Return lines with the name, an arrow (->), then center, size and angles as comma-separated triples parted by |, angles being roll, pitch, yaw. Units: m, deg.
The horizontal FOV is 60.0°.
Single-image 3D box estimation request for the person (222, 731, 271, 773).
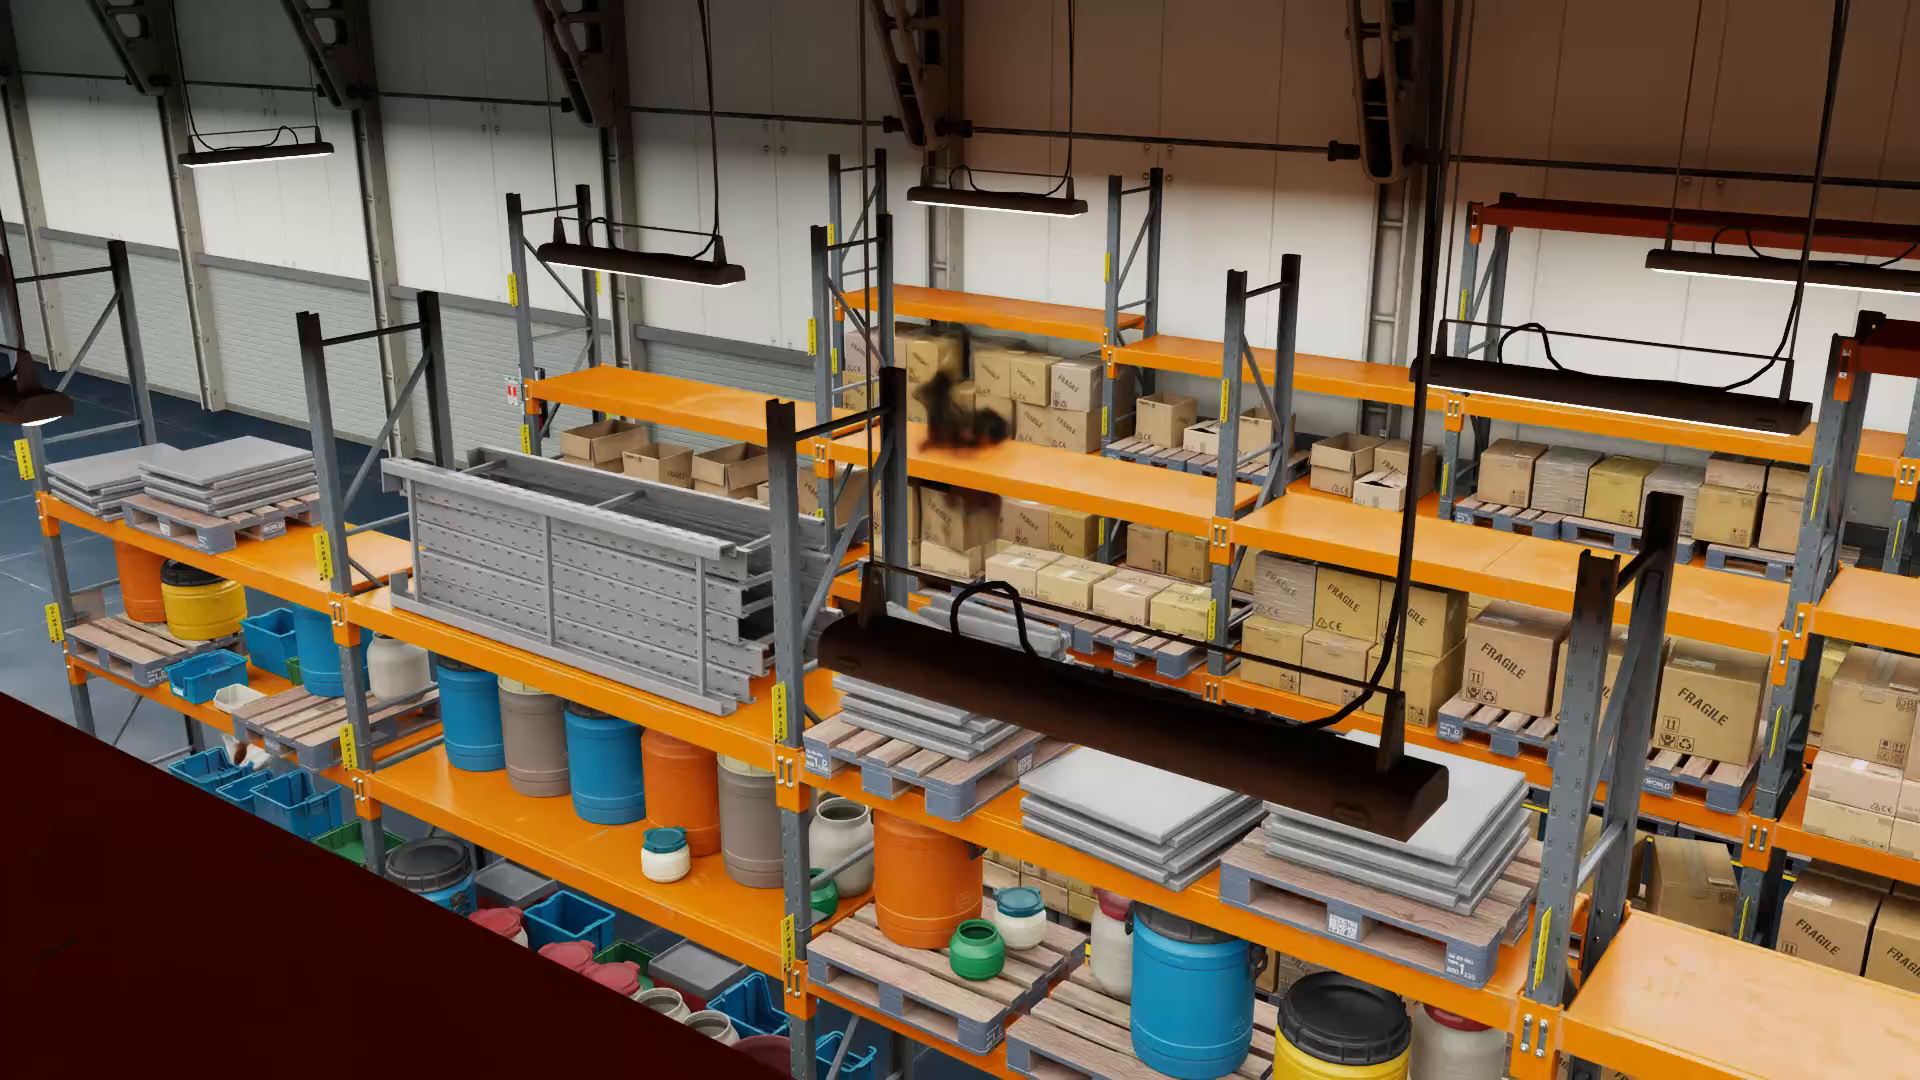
person -> -6.885, 2.120, 16.071 | 0.902, 1.723, 0.761 | 6, 19, 16
